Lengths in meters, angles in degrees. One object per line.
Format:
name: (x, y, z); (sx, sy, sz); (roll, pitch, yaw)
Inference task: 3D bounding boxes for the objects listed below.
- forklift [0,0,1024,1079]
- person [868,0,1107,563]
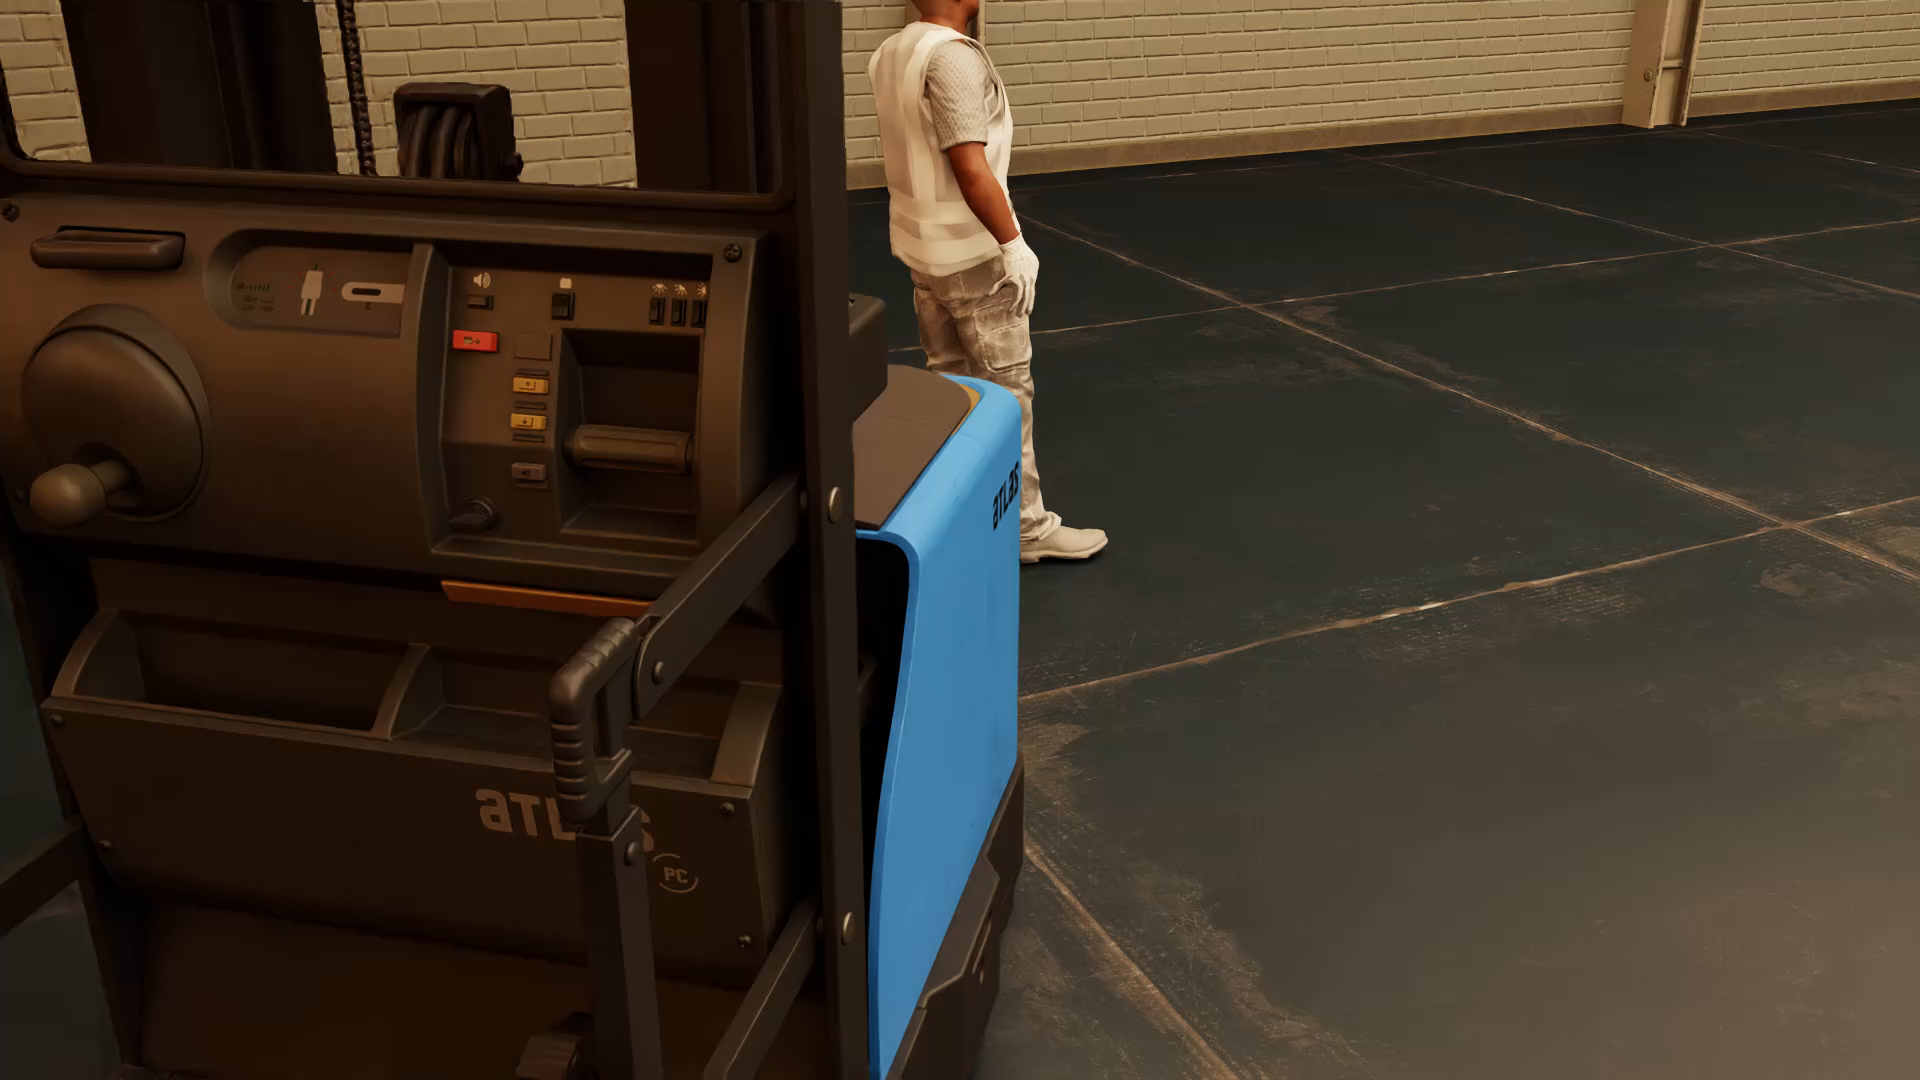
forklift: (-0.717, -0.151, 1.650); (1.130, 2.935, 3.031); (5, 23, 12)
person: (0.068, -0.839, 4.783); (0.577, 1.781, 0.656); (-10, 25, -23)
